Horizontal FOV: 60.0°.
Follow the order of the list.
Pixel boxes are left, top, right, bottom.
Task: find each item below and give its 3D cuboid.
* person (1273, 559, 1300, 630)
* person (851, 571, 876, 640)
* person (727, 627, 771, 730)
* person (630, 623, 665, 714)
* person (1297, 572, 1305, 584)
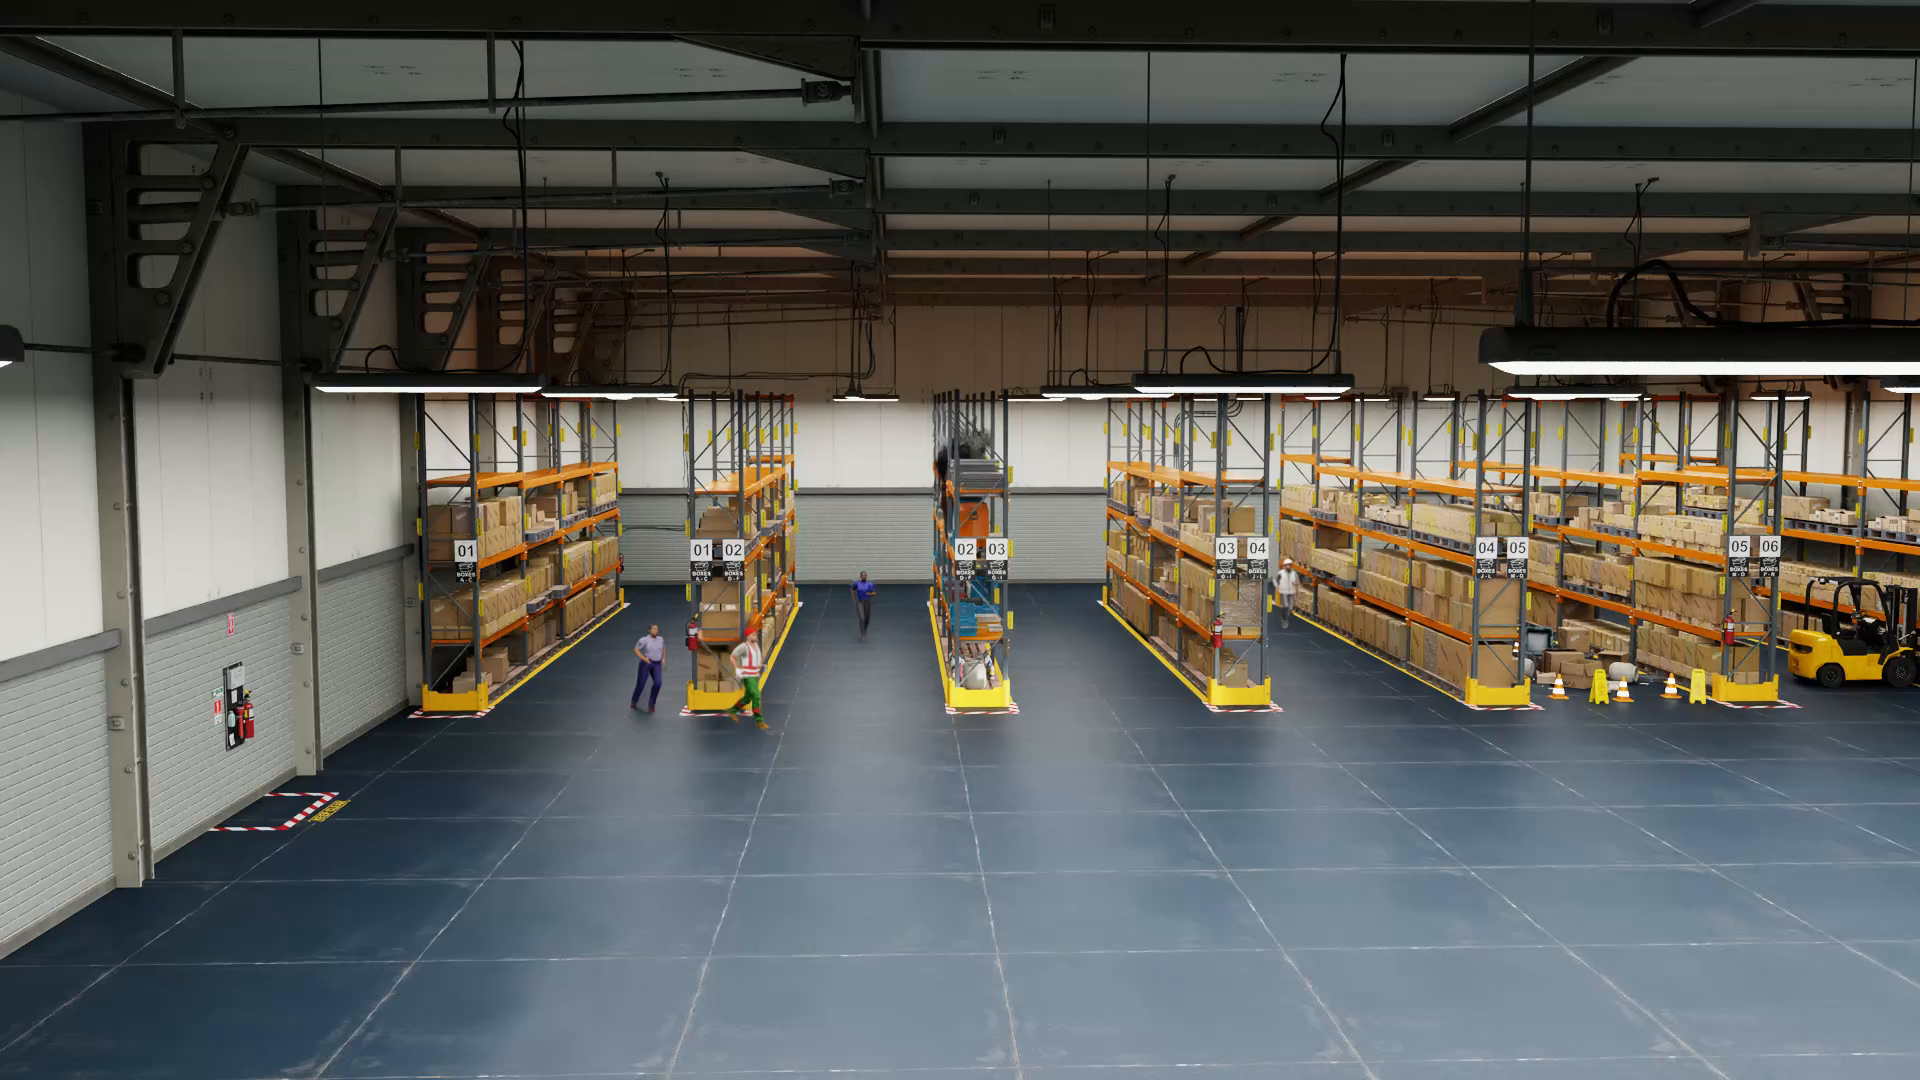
[{"bbox_3d":[8.350,1.388,42.423,0.627,1.817,0.736,-1,5,-7],"label":"person"},{"bbox_3d":[-2.356,1.571,40.501,0.555,1.645,0.936,-1,5,-11],"label":"person"},{"bbox_3d":[-3.731,2.429,29.453,0.951,1.790,0.680,2,5,25],"label":"person"},{"bbox_3d":[-5.793,2.394,31.103,0.690,1.675,0.696,-3,5,-29],"label":"person"},{"bbox_3d":[10.083,0.892,49.173,0.564,1.637,0.747,4,6,43],"label":"person"}]
